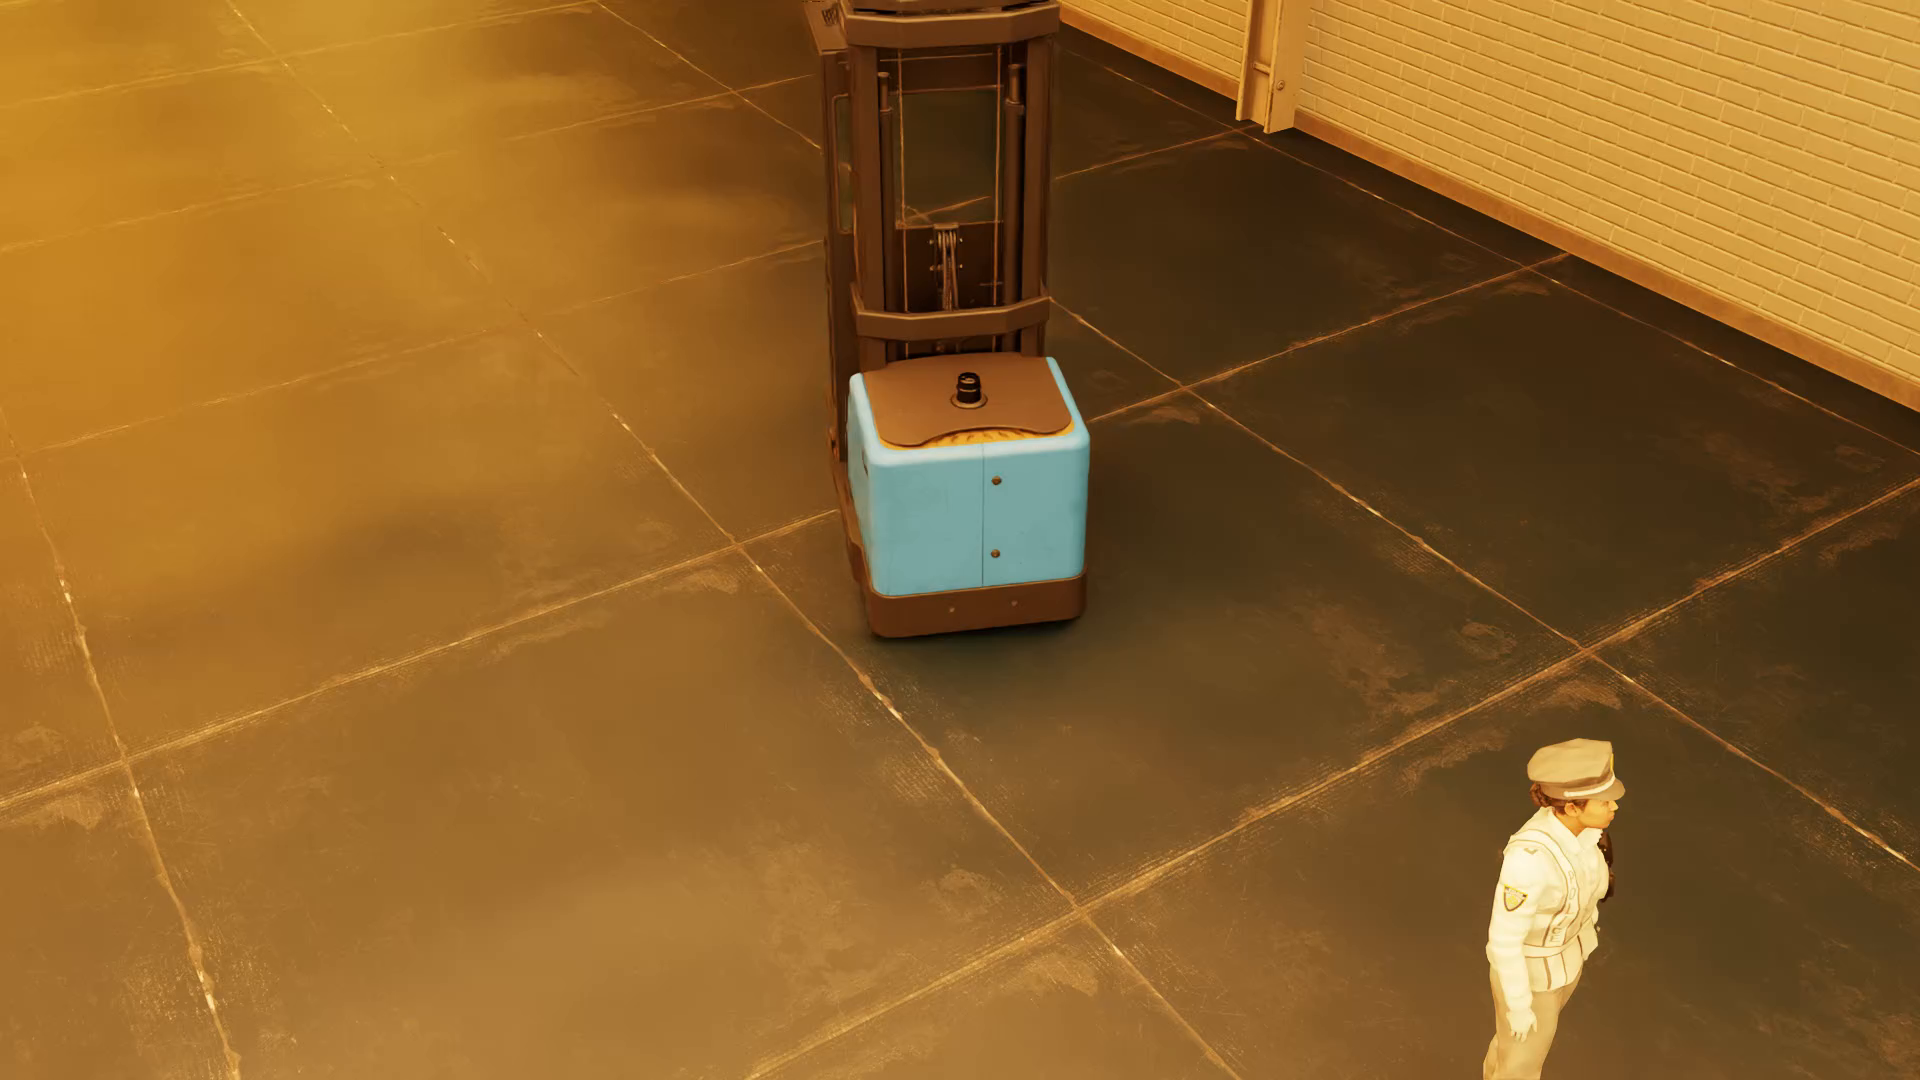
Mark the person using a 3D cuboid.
[{"bbox_3d":[1.901,1.365,5.269,0.530,1.694,0.588,26,43,32],"label":"person"}]

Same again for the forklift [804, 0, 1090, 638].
[{"bbox_3d":[-0.152,-1.574,8.387,1.130,2.935,3.031,-6,35,-8],"label":"forklift"}]
